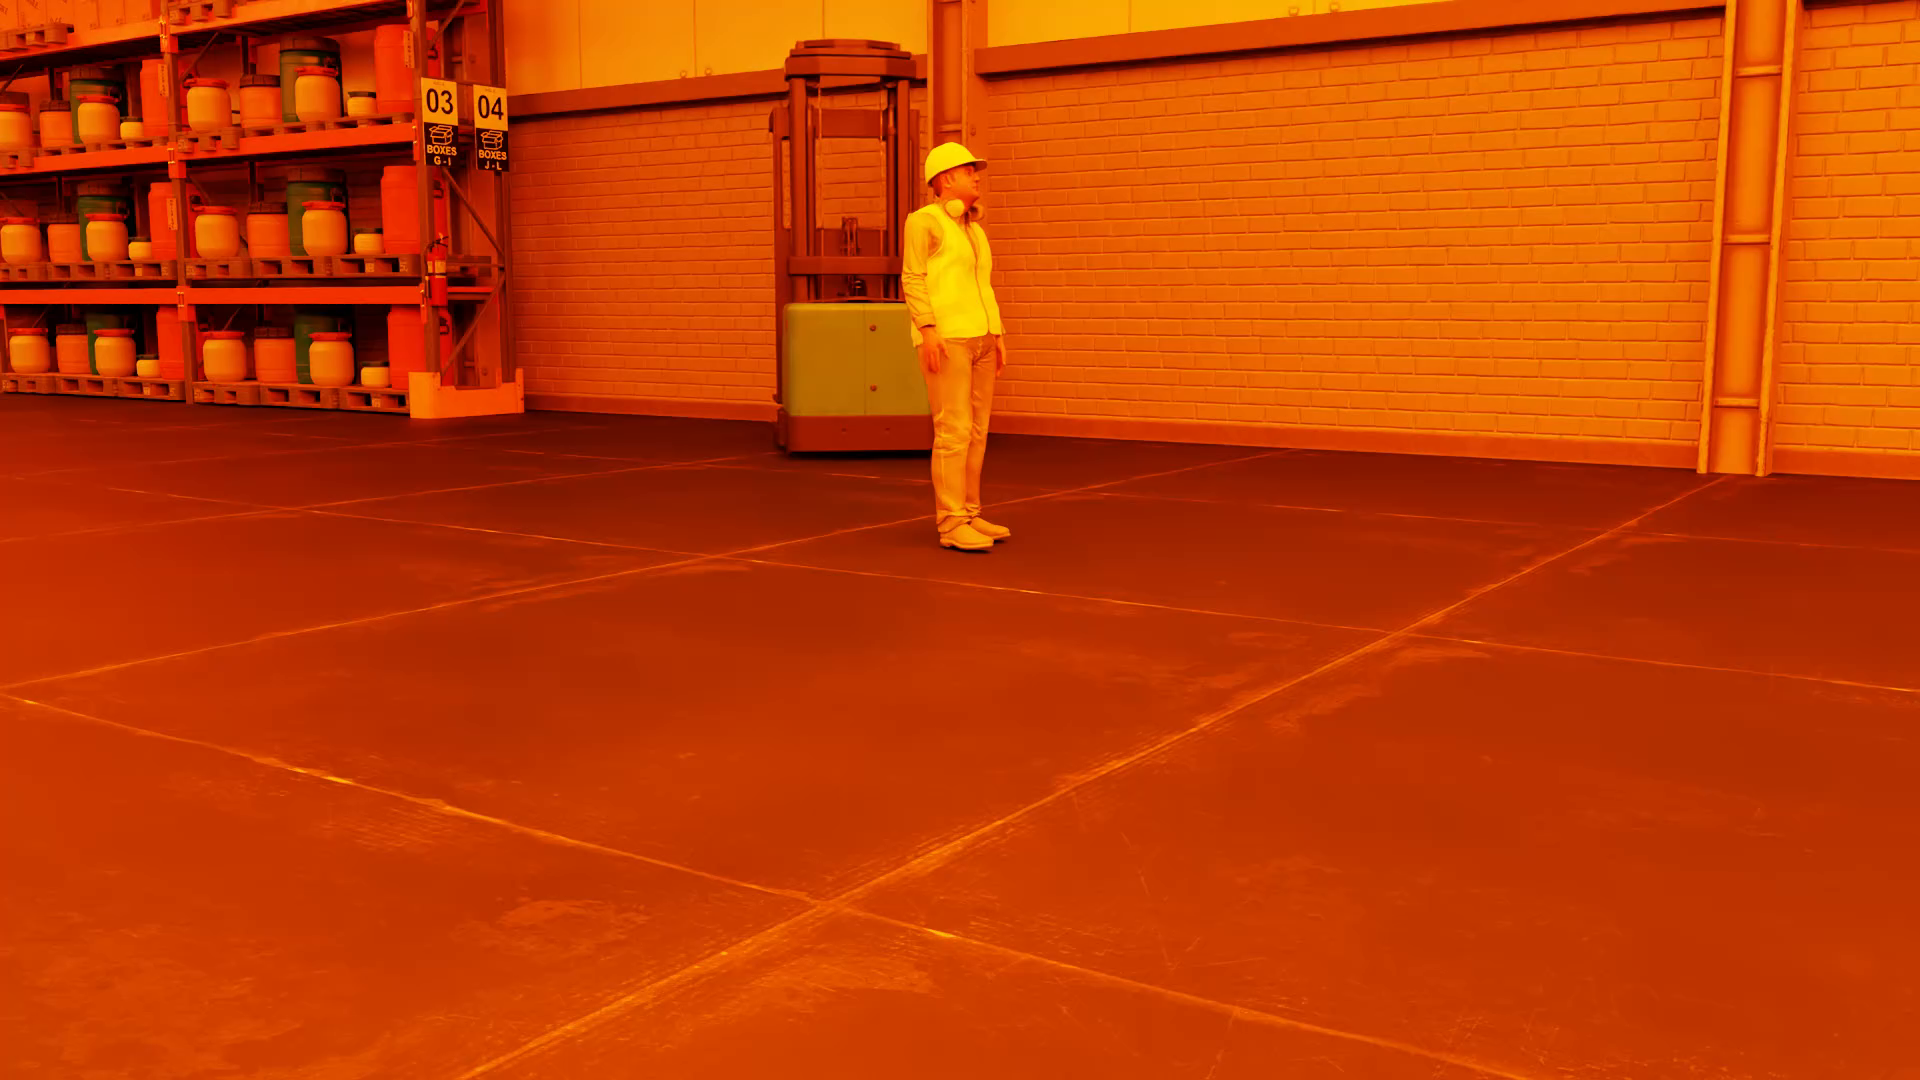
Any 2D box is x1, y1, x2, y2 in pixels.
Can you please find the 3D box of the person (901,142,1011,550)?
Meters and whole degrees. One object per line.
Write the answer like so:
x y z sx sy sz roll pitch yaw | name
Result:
0.048 -0.879 7.437 0.566 1.775 0.633 5 10 34 | person

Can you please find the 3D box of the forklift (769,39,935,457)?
-0.880 -2.202 12.681 1.130 2.935 3.031 -1 8 -9 | forklift
